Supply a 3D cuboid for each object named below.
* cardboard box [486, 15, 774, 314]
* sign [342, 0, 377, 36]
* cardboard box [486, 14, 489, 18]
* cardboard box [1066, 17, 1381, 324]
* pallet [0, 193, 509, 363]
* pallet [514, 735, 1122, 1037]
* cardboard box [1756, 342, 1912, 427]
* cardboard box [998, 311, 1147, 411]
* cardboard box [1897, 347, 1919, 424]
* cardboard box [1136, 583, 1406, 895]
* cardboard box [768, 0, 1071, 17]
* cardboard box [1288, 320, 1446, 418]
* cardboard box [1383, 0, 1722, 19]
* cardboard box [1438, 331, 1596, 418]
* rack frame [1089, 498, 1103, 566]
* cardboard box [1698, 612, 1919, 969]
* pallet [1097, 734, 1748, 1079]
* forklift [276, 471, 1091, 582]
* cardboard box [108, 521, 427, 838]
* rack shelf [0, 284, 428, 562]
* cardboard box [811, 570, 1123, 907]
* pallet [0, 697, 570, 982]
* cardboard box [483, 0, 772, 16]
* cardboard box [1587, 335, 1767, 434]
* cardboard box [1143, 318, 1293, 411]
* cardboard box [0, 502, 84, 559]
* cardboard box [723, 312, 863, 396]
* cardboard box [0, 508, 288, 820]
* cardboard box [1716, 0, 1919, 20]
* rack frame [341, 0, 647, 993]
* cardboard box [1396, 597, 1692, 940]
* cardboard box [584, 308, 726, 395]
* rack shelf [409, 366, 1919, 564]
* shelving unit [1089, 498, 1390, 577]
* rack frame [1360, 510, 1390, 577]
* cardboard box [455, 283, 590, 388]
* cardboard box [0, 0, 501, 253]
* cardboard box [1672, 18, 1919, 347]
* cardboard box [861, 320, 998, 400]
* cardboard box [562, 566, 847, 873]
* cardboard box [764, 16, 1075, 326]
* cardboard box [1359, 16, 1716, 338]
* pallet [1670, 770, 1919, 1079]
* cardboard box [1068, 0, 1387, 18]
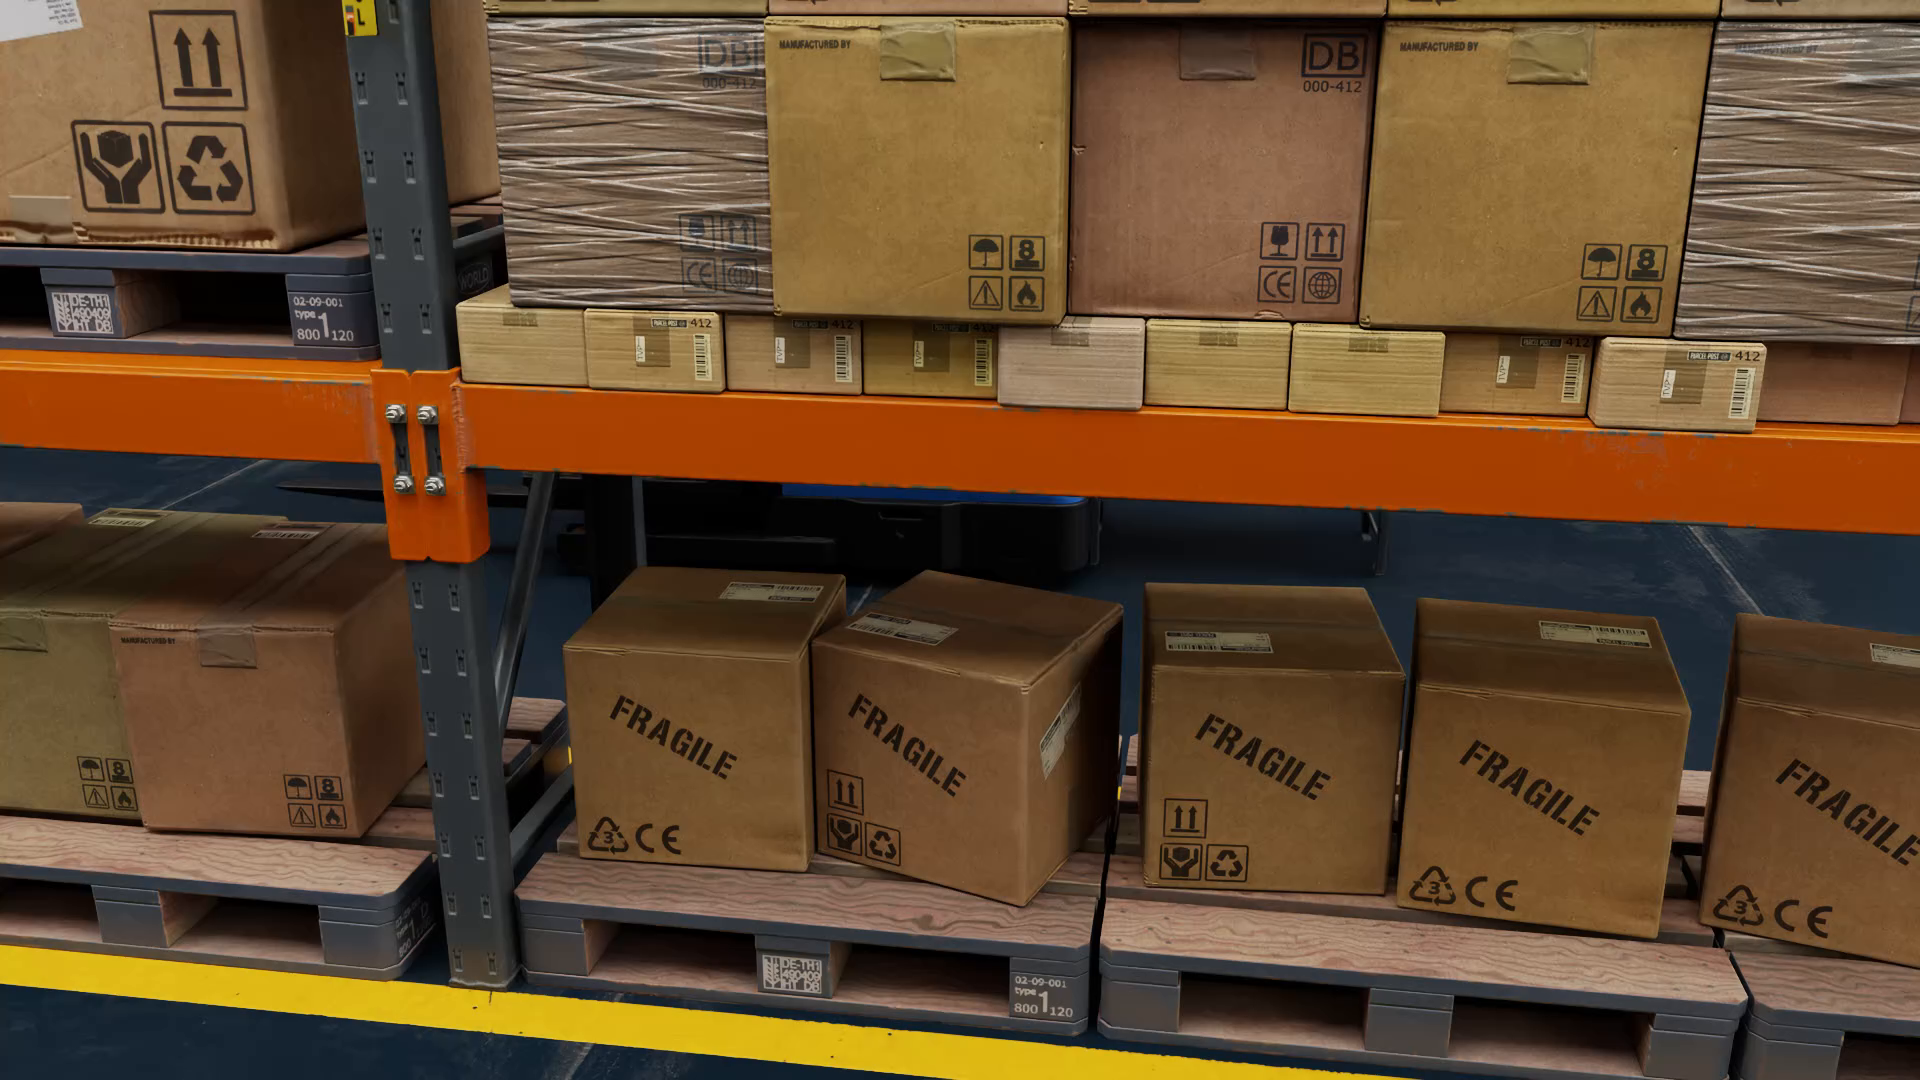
[{"bbox_3d":[-0.497,-0.782,3.287,0.500,0.500,0.875,3,19,9],"label":"cardboard box"},{"bbox_3d":[-1.016,-1.011,2.772,0.005,0.325,0.100,3,19,9],"label":"sign"},{"bbox_3d":[-2.041,-2.806,8.229,0.500,0.500,0.700,3,19,8],"label":"cardboard box"},{"bbox_3d":[0.501,-0.753,3.198,0.500,0.500,0.875,3,19,9],"label":"cardboard box"},{"bbox_3d":[-1.663,-0.629,3.758,1.213,0.211,1.003,3,19,9],"label":"pallet"},{"bbox_3d":[-0.262,0.709,3.851,1.213,0.211,1.003,3,19,9],"label":"pallet"},{"bbox_3d":[1.467,-0.323,2.937,0.250,0.149,0.380,3,19,9],"label":"cardboard box"},{"bbox_3d":[0.218,-0.356,3.036,0.250,0.149,0.380,3,19,9],"label":"cardboard box"},{"bbox_3d":[1.718,-0.317,2.920,0.250,0.149,0.380,3,19,9],"label":"cardboard box"},{"bbox_3d":[0.650,0.416,3.610,0.500,0.500,0.500,1,19,4],"label":"cardboard box"},{"bbox_3d":[-0.033,-1.172,2.875,0.500,0.500,0.500,3,19,9],"label":"cardboard box"},{"bbox_3d":[0.717,-0.340,2.989,0.250,0.149,0.380,3,19,9],"label":"cardboard box"},{"bbox_3d":[0.956,-1.124,2.734,0.500,0.500,0.500,3,19,9],"label":"cardboard box"},{"bbox_3d":[0.971,-0.342,2.994,0.250,0.149,0.380,3,19,9],"label":"cardboard box"},{"bbox_3d":[0.513,-0.696,6.020,0.032,1.500,0.500,2,19,6],"label":"rack frame"},{"bbox_3d":[1.809,0.496,3.372,0.500,0.500,0.500,8,20,23],"label":"cardboard box"},{"bbox_3d":[0.946,0.770,3.669,1.213,0.211,1.003,3,19,9],"label":"pallet"},{"bbox_3d":[-1.010,-1.427,5.949,3.031,2.935,1.130,2,19,6],"label":"forklift"},{"bbox_3d":[-1.534,0.303,3.915,0.500,0.500,0.700,1,19,4],"label":"cardboard box"},{"bbox_3d":[-2.906,-0.395,3.891,4.000,0.370,1.077,3,19,9],"label":"rack shelf"},{"bbox_3d":[0.024,0.410,3.629,0.500,0.500,0.500,9,21,26],"label":"cardboard box"},{"bbox_3d":[-1.700,0.648,4.034,1.213,0.211,1.003,3,19,9],"label":"pallet"},{"bbox_3d":[-0.527,-1.196,2.949,0.500,0.500,0.500,3,19,9],"label":"cardboard box"},{"bbox_3d":[1.206,-0.308,2.891,0.250,0.149,0.380,3,19,9],"label":"cardboard box"},{"bbox_3d":[0.472,-0.356,3.037,0.250,0.149,0.380,3,19,9],"label":"cardboard box"},{"bbox_3d":[-2.554,0.245,4.089,0.500,0.500,0.700,1,19,4],"label":"cardboard box"},{"bbox_3d":[-0.271,-0.391,3.141,0.250,0.149,0.380,3,19,9],"label":"cardboard box"},{"bbox_3d":[-2.002,0.273,4.005,0.500,0.500,0.700,3,19,8],"label":"cardboard box"},{"bbox_3d":[1.448,-1.097,2.651,0.500,0.500,0.500,3,19,9],"label":"cardboard box"},{"bbox_3d":[-0.931,-0.636,3.476,0.127,3.000,1.000,3,19,9],"label":"rack frame"},{"bbox_3d":[1.194,0.458,3.484,0.500,0.500,0.500,5,19,14],"label":"cardboard box"},{"bbox_3d":[-0.522,-0.395,3.152,0.250,0.149,0.380,3,19,9],"label":"cardboard box"},{"bbox_3d":[1.044,-0.194,3.289,4.000,0.370,1.077,3,19,9],"label":"rack shelf"},{"bbox_3d":[1.018,-0.677,5.964,1.048,1.500,0.538,2,19,6],"label":"shelving unit"},{"bbox_3d":[1.523,-0.659,5.908,0.032,1.500,0.500,2,19,6],"label":"rack frame"},{"bbox_3d":[-0.767,-0.412,3.202,0.250,0.149,0.380,3,19,9],"label":"cardboard box"},{"bbox_3d":[-1.693,-1.203,3.565,1.000,1.000,1.000,3,19,9],"label":"cardboard box"},{"bbox_3d":[1.480,-0.686,2.998,0.500,0.500,0.875,3,19,9],"label":"cardboard box"},{"bbox_3d":[-0.022,-0.381,3.112,0.250,0.149,0.380,3,19,9],"label":"cardboard box"},{"bbox_3d":[-0.542,0.383,3.709,0.500,0.500,0.500,2,19,7],"label":"cardboard box"},{"bbox_3d":[-0.008,-0.746,3.179,0.500,0.500,0.875,3,19,9],"label":"cardboard box"},{"bbox_3d":[0.988,-0.714,3.085,0.500,0.500,0.875,3,19,9],"label":"cardboard box"},{"bbox_3d":[2.147,0.832,3.484,1.213,0.211,1.003,3,19,9],"label":"pallet"},{"bbox_3d":[0.460,-1.146,2.799,0.500,0.500,0.500,3,19,9],"label":"cardboard box"}]
